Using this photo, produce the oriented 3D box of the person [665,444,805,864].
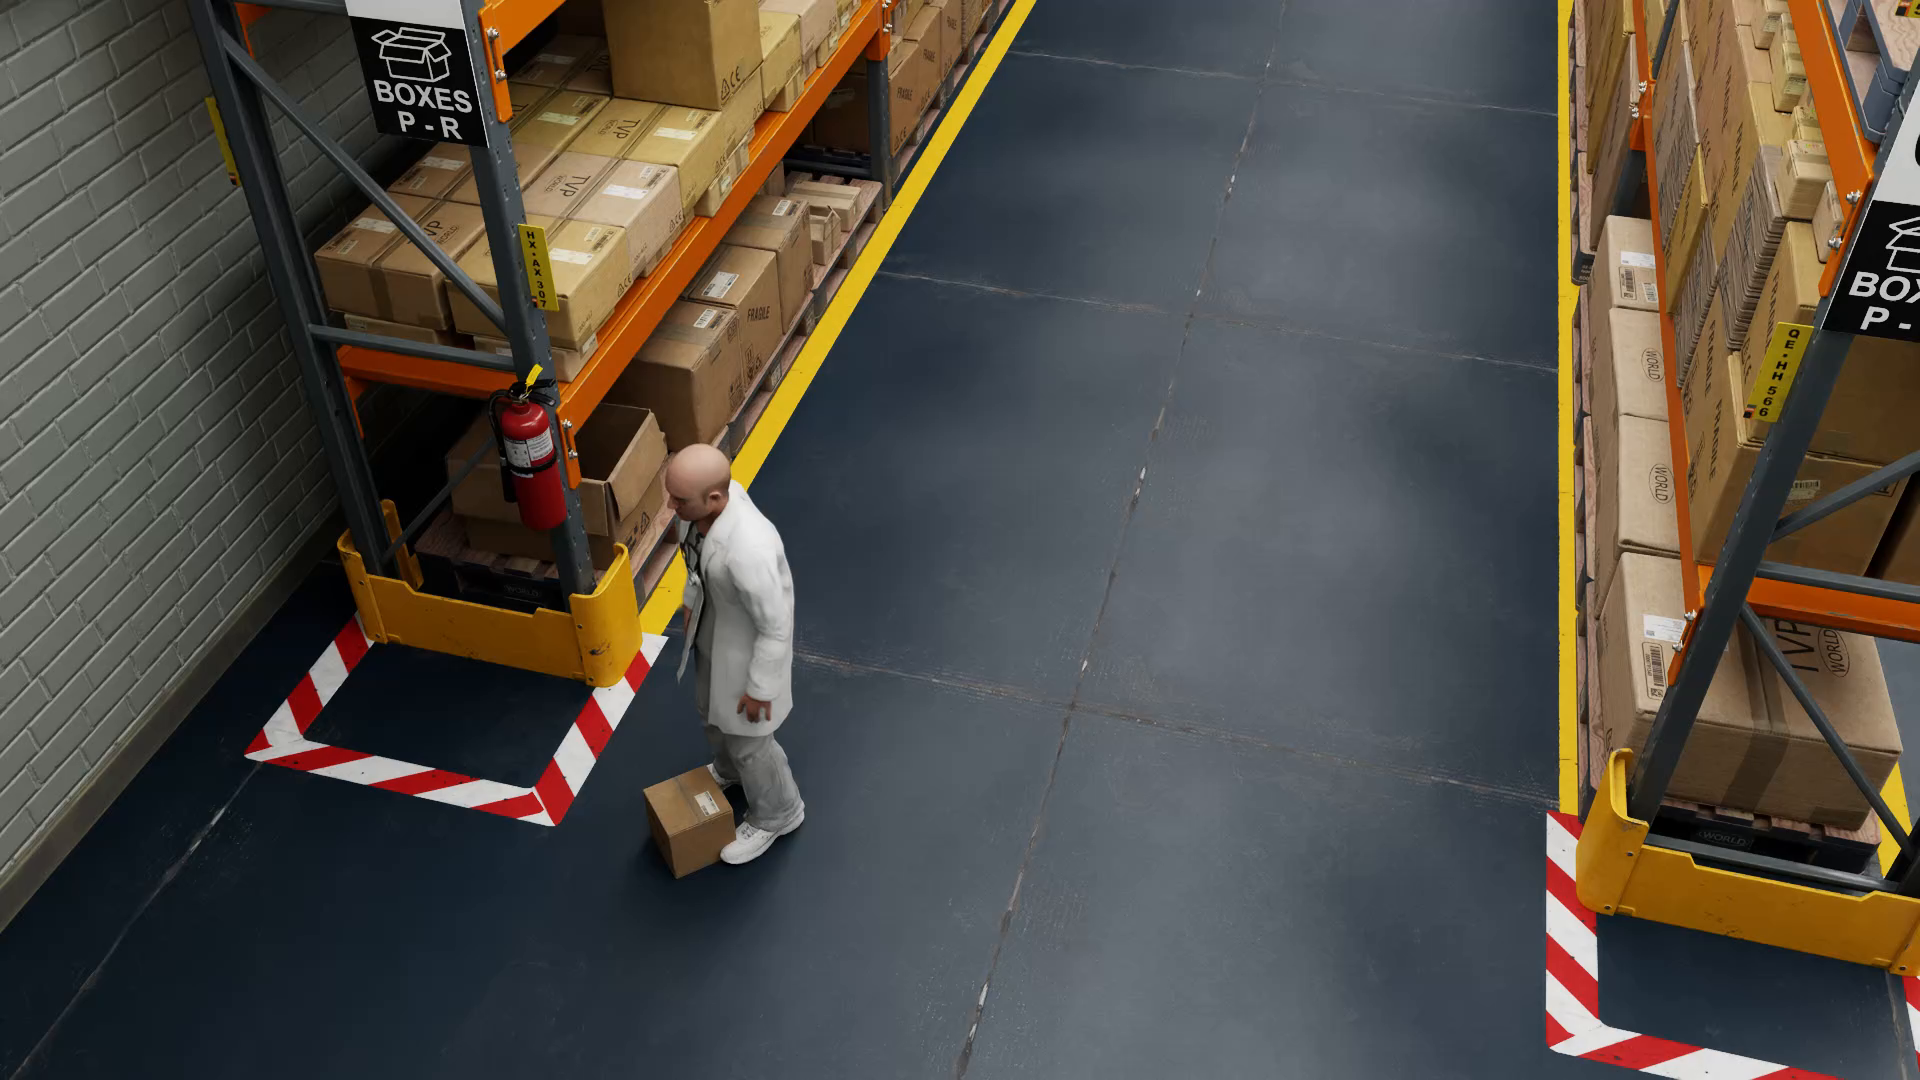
[{"bbox_3d":[-0.786,0.367,5.740,0.427,1.773,0.642,-21,45,-23],"label":"person"}]
